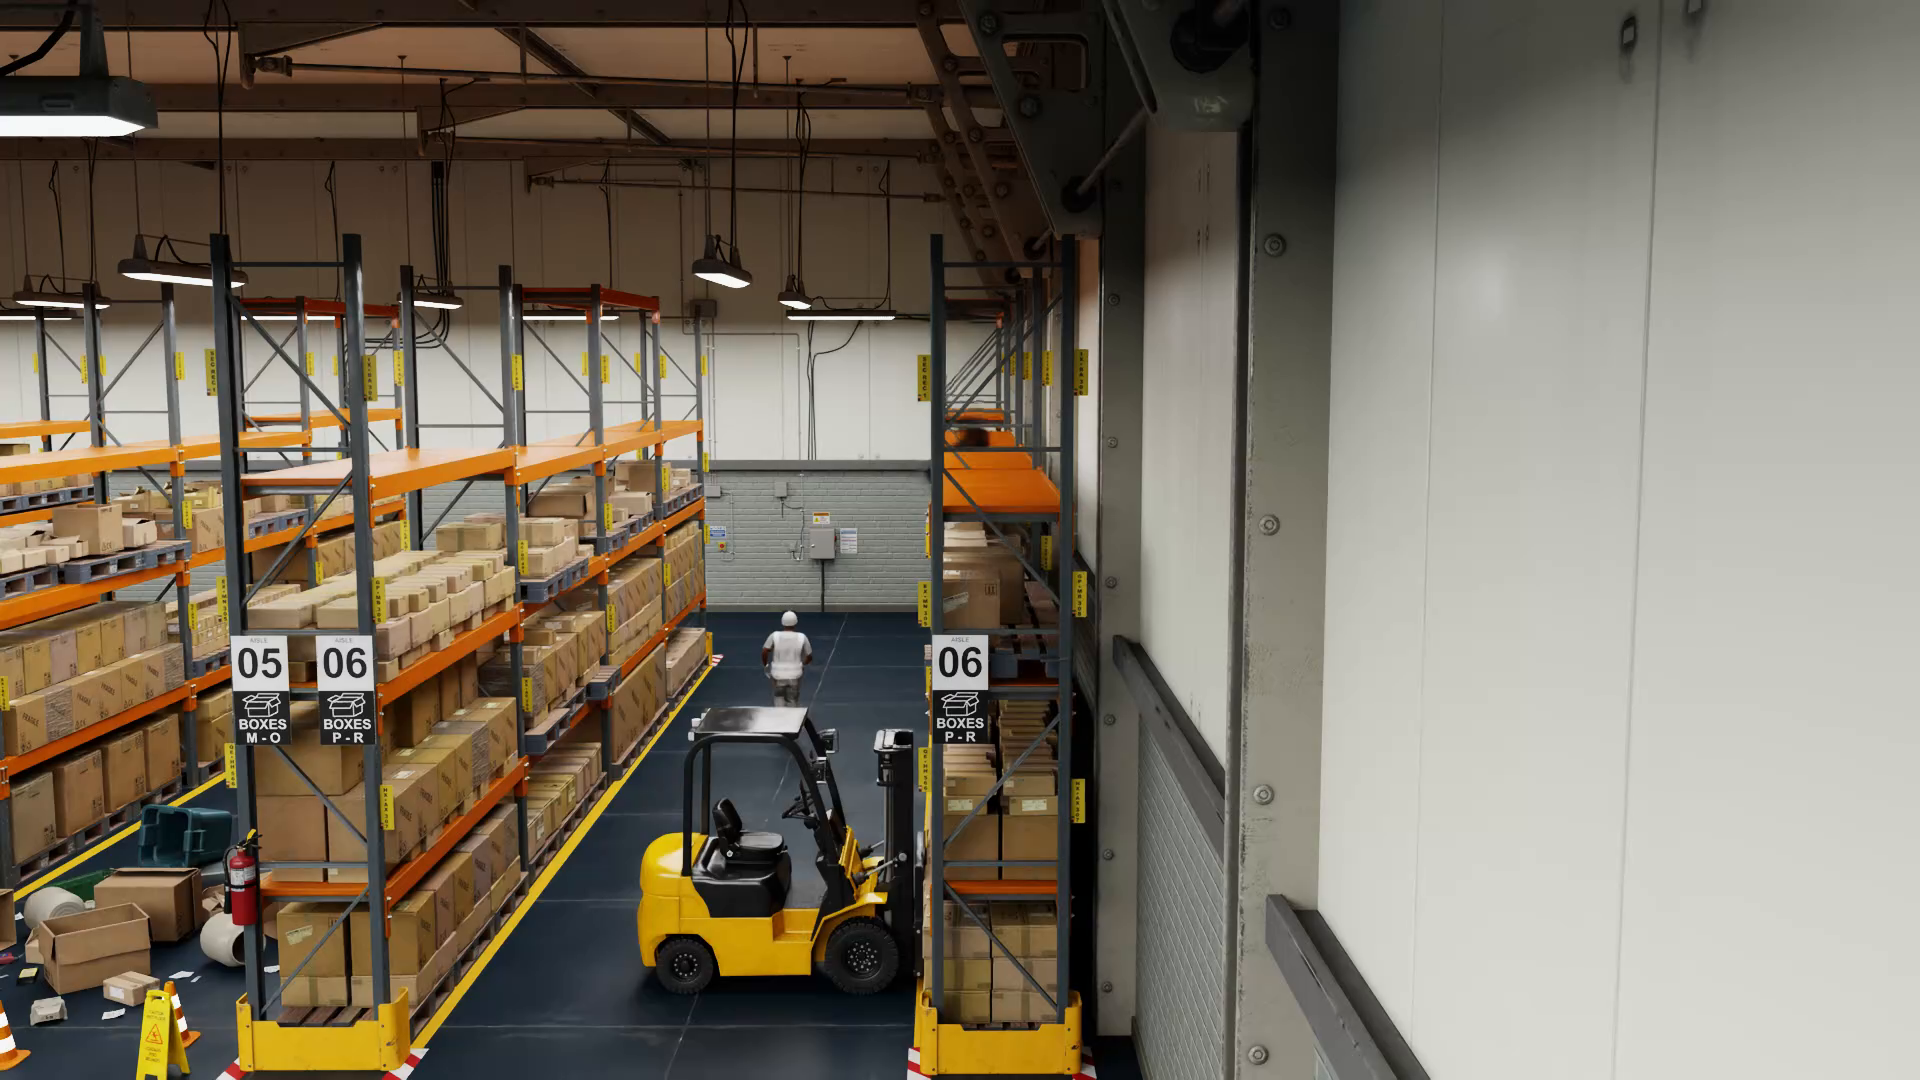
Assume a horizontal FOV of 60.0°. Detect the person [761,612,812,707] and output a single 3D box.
[{"bbox_3d":[-2.343,1.817,22.491,0.687,1.738,0.551,-1,6,-7],"label":"person"}]
